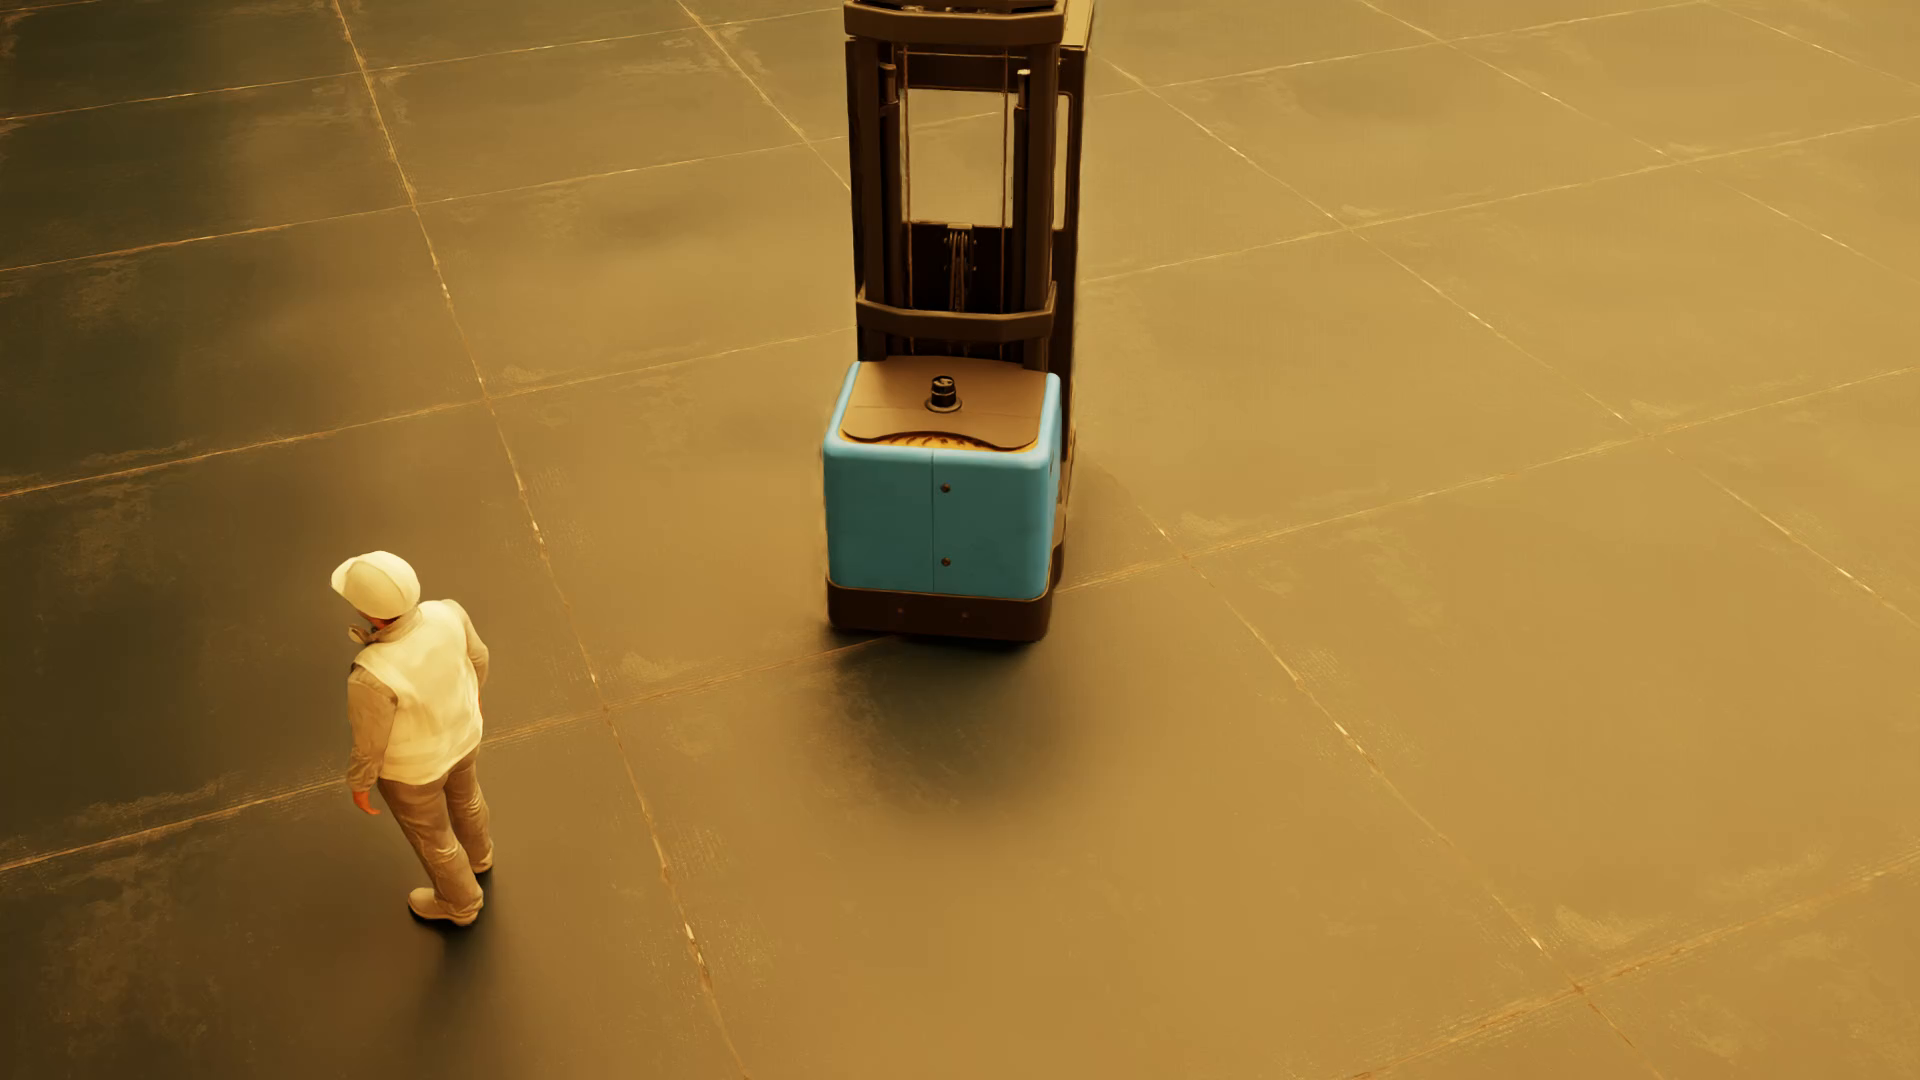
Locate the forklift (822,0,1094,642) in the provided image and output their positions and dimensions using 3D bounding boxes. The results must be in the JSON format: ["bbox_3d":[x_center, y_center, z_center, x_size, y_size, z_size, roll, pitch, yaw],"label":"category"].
[{"bbox_3d":[0.054,-1.557,8.288,1.130,2.935,3.031,4,36,5],"label":"forklift"}]

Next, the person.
[{"bbox_3d":[-2.018,0.720,6.078,0.565,1.778,0.642,17,39,23],"label":"person"}]
